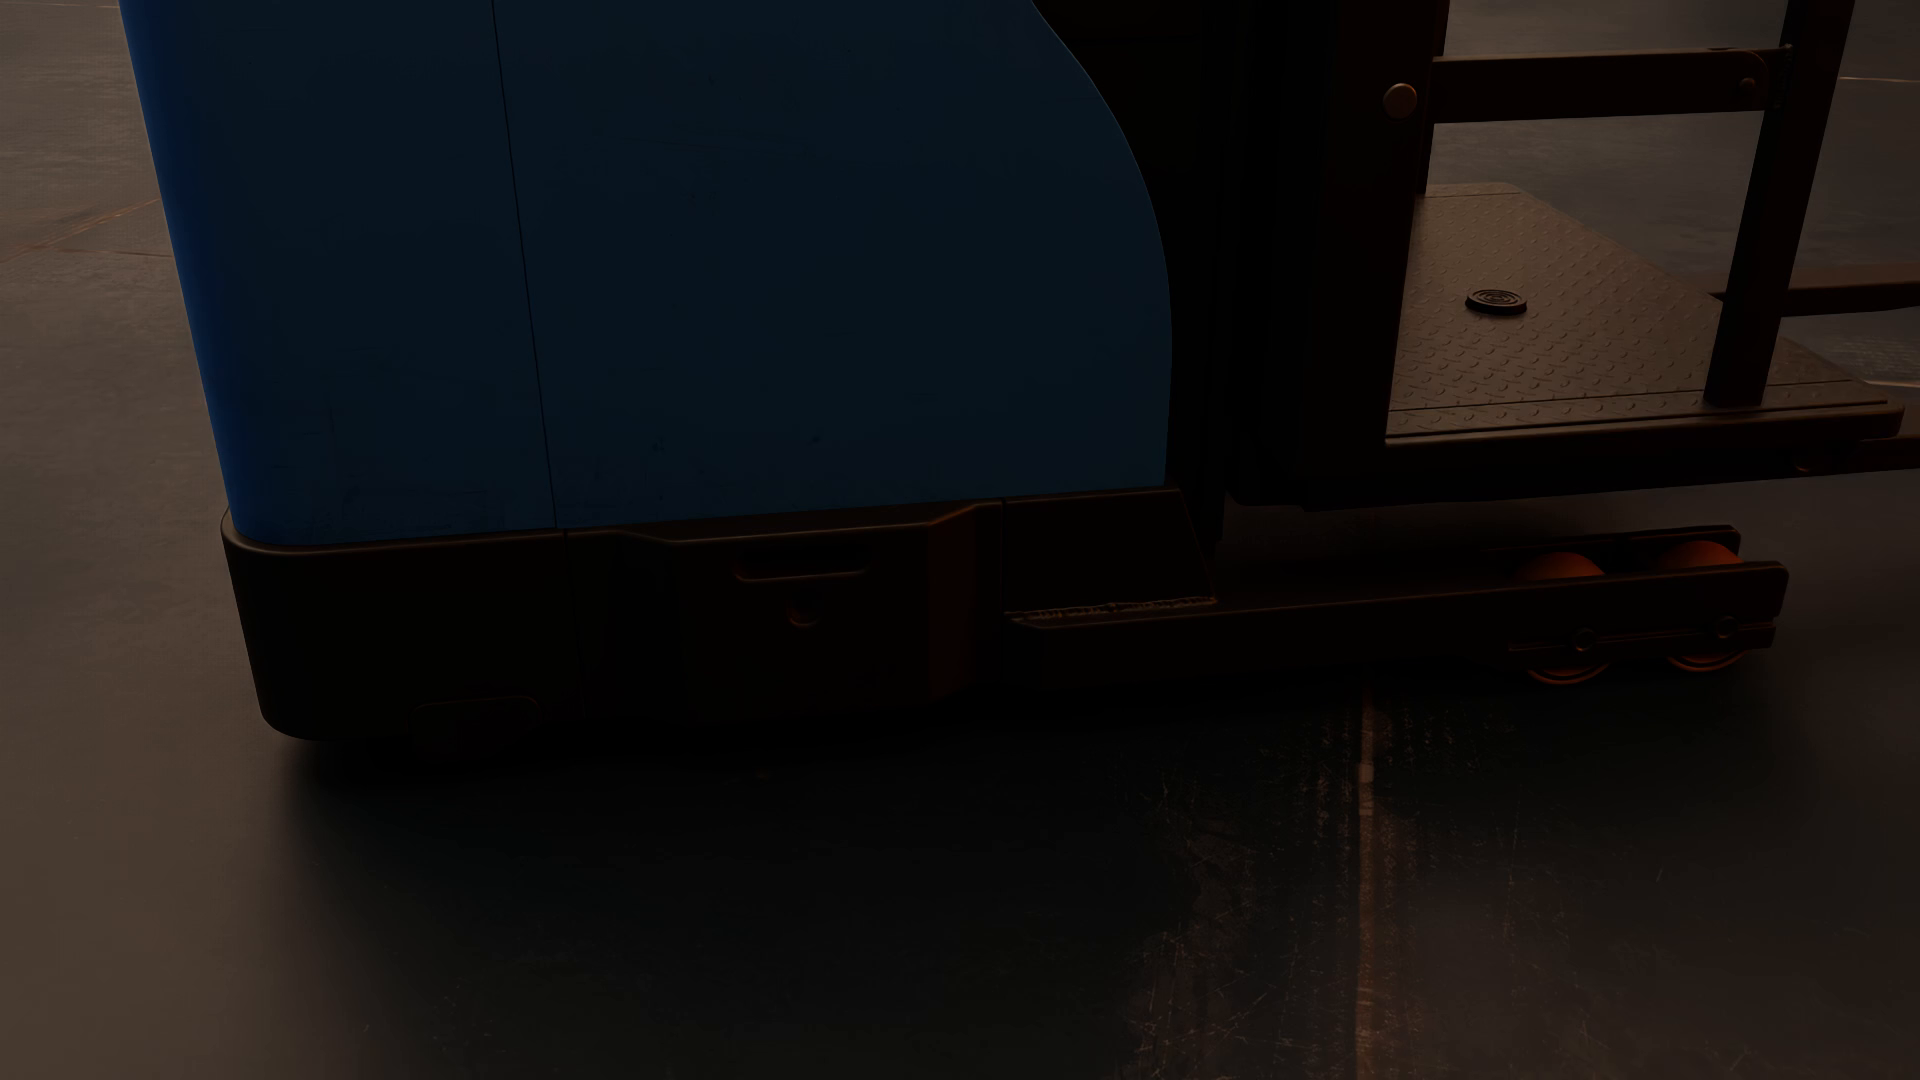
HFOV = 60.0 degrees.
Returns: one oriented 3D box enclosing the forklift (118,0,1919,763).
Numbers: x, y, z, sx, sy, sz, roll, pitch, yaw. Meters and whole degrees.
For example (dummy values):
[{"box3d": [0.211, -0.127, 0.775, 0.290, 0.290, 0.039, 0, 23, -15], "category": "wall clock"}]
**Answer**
[{"box3d": [0.600, -1.354, 1.930, 3.031, 2.935, 1.130, -4, 27, -9], "category": "forklift"}]
